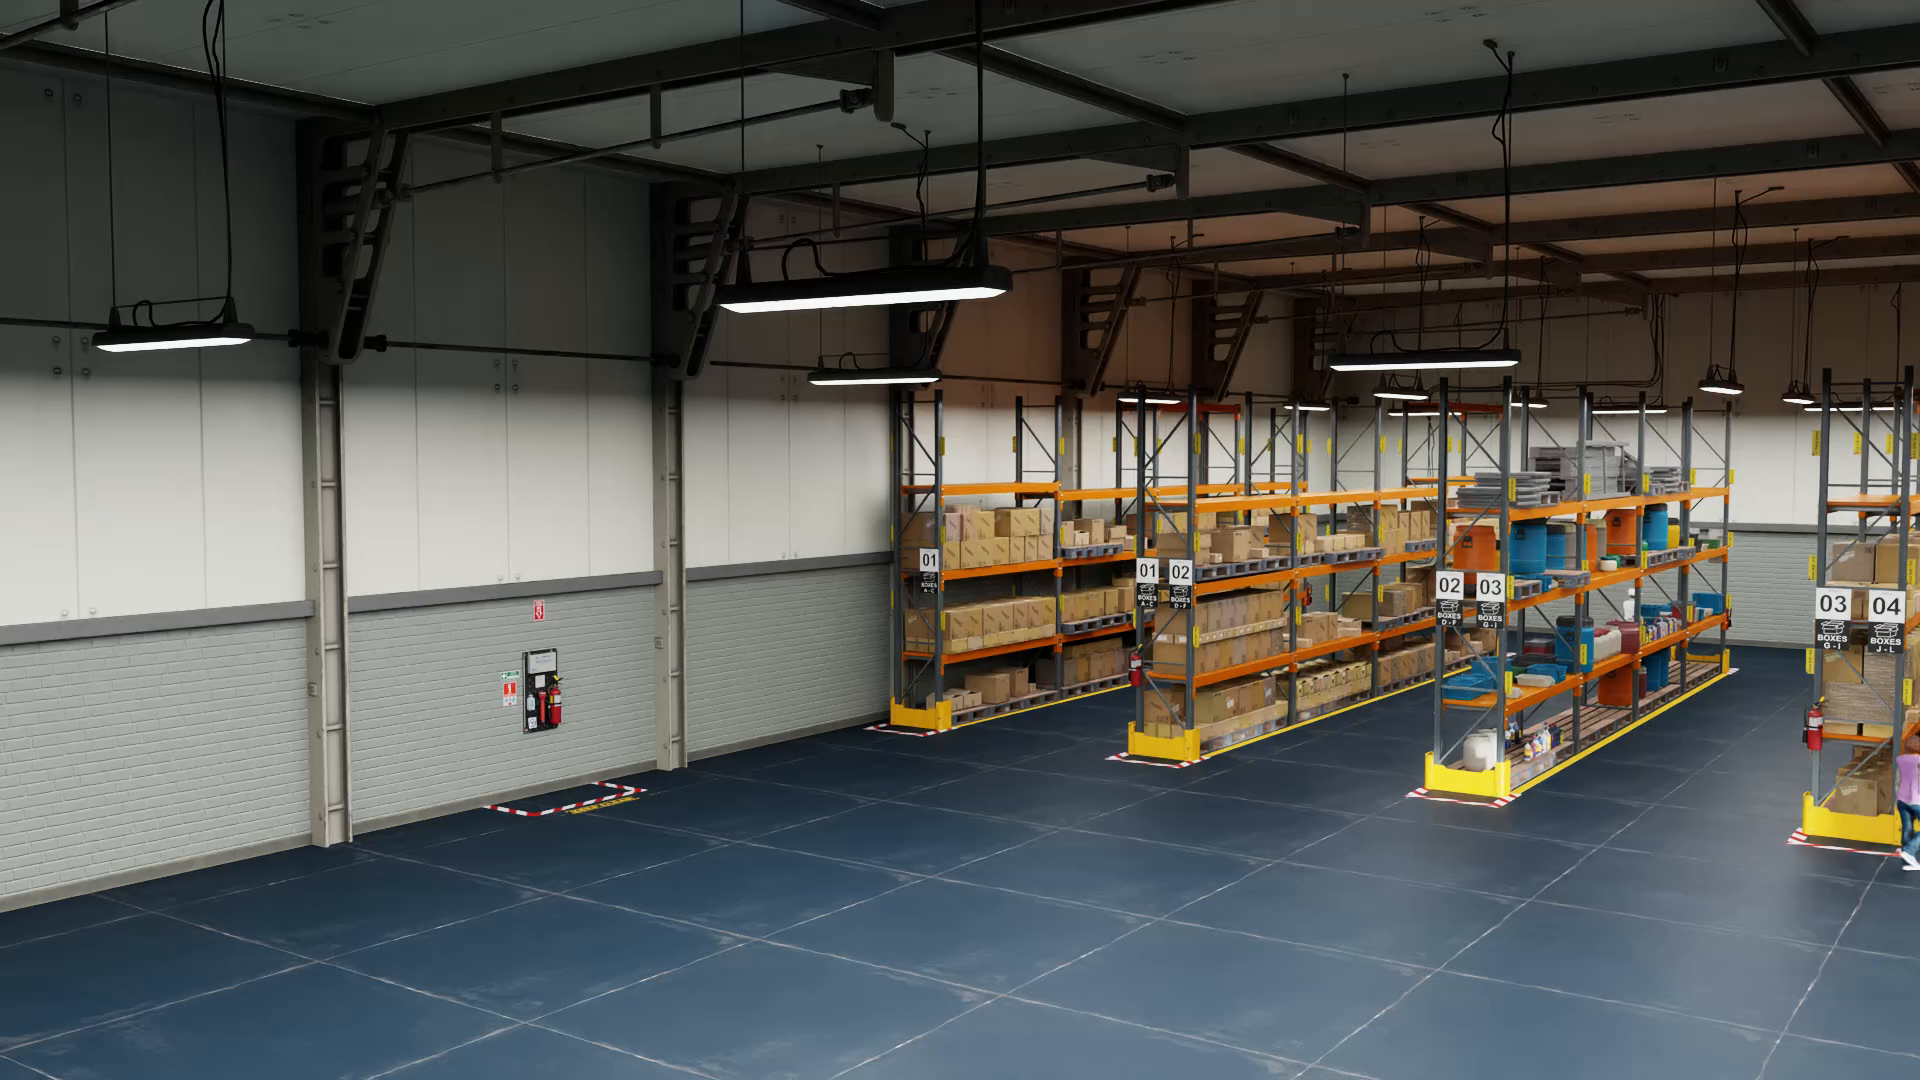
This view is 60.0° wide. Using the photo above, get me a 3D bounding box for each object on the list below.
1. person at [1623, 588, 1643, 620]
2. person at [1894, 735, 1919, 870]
[{"bbox_3d":[15.432,1.981,38.189,0.510,1.768,0.658,0,3,-8],"label":"person"},{"bbox_3d":[11.182,3.102,19.582,0.441,1.597,0.436,-1,4,-25],"label":"person"}]
